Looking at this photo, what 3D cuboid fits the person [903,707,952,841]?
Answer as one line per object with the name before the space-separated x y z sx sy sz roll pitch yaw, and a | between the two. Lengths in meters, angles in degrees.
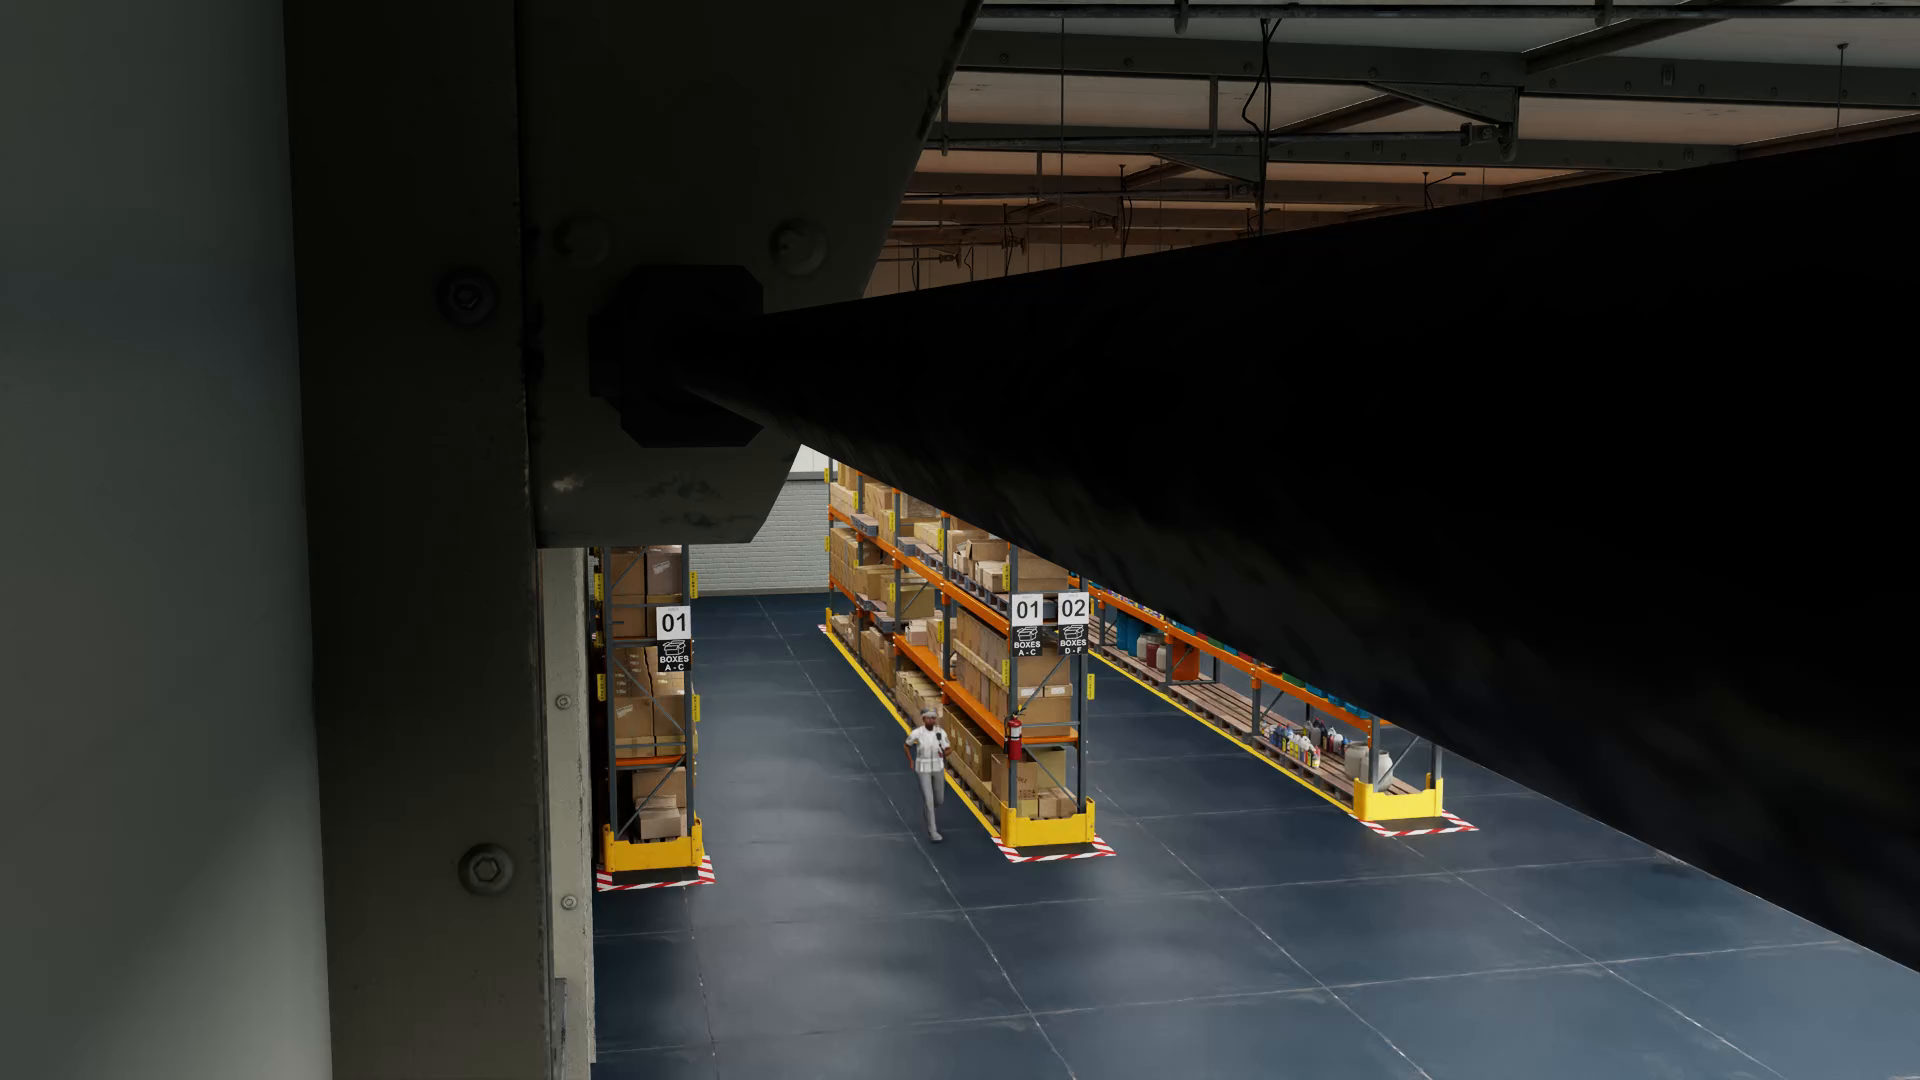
person | -0.388 2.958 21.336 0.593 1.664 0.919 -2 7 -16
